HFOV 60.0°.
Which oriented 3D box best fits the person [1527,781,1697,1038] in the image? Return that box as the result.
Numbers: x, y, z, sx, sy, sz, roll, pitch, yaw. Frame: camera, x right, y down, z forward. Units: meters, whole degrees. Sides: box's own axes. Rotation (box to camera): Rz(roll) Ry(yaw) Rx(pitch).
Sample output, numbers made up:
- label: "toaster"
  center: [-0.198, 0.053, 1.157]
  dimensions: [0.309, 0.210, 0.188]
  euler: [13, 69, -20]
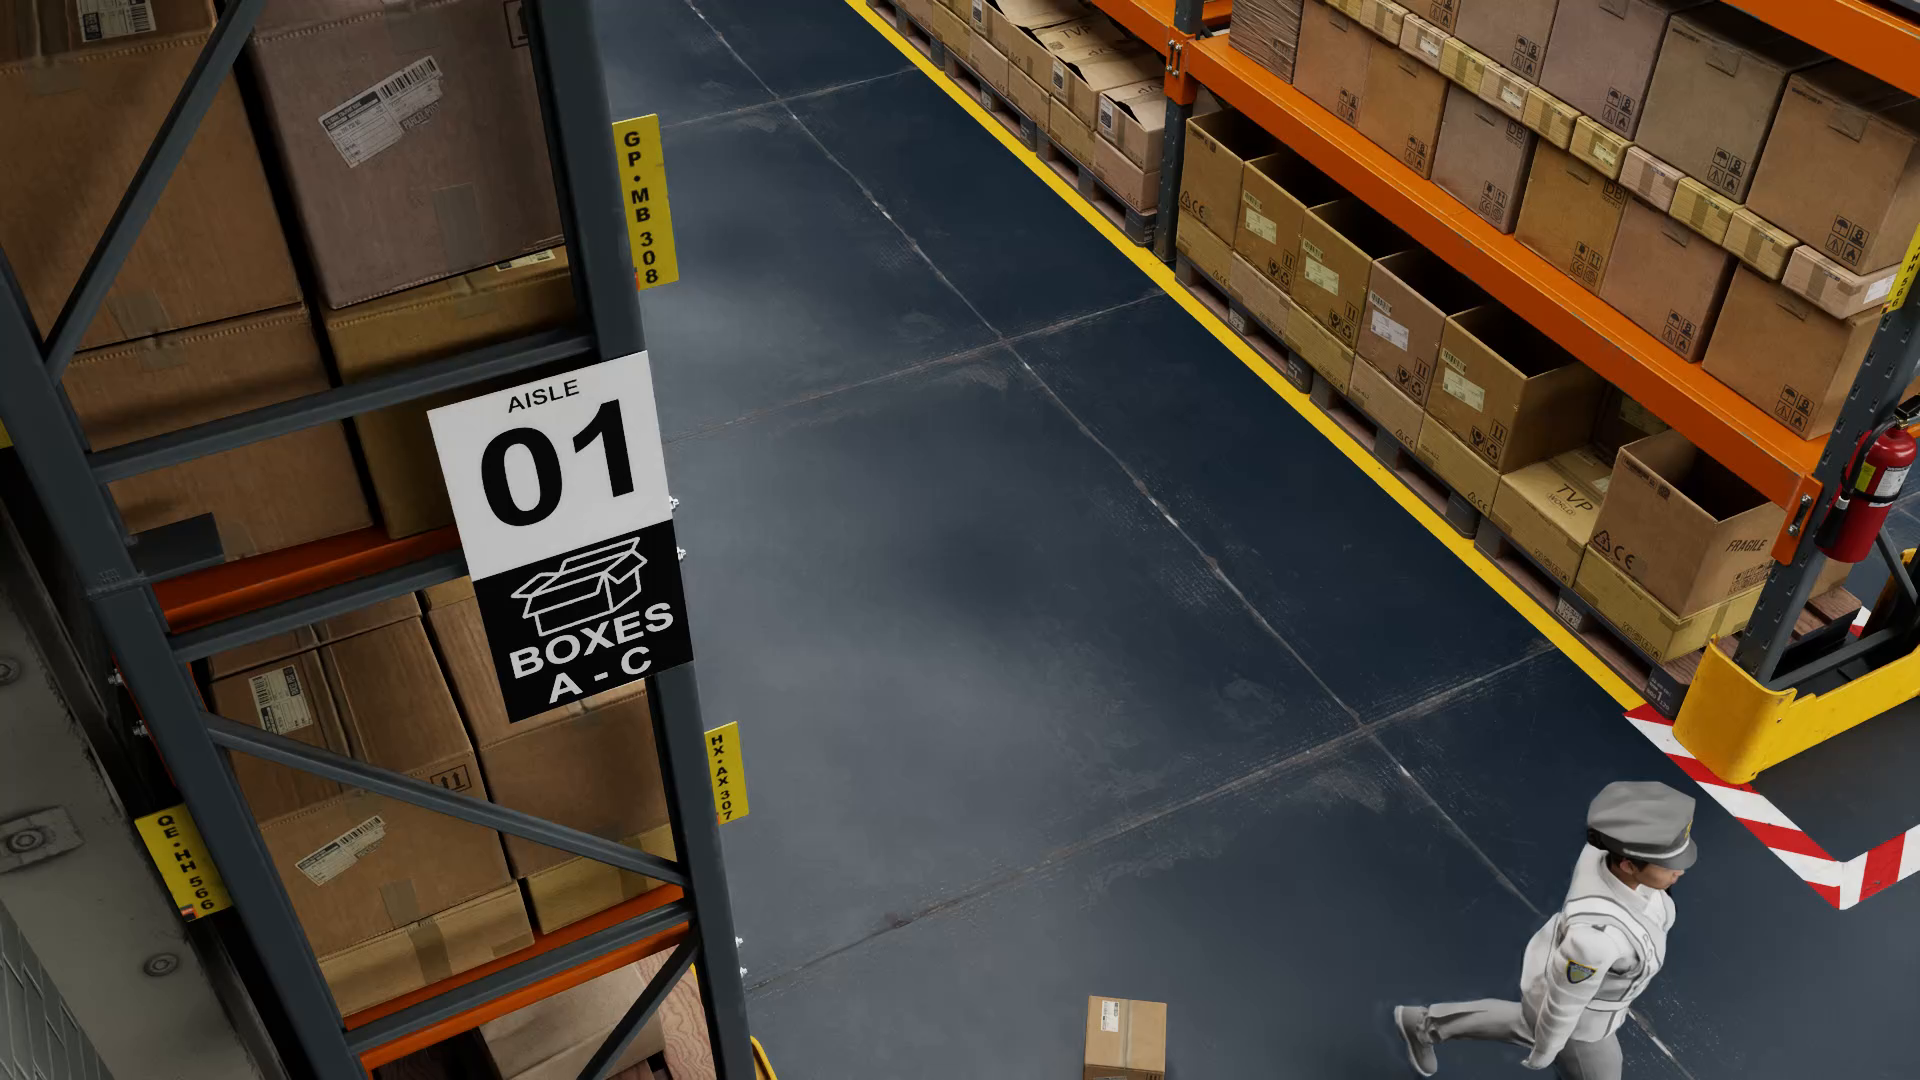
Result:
- label: "person"
  center: [1.752, 0.956, 4.413]
  dimensions: [0.329, 0.828, 0.367]
  euler: [16, 44, 18]
